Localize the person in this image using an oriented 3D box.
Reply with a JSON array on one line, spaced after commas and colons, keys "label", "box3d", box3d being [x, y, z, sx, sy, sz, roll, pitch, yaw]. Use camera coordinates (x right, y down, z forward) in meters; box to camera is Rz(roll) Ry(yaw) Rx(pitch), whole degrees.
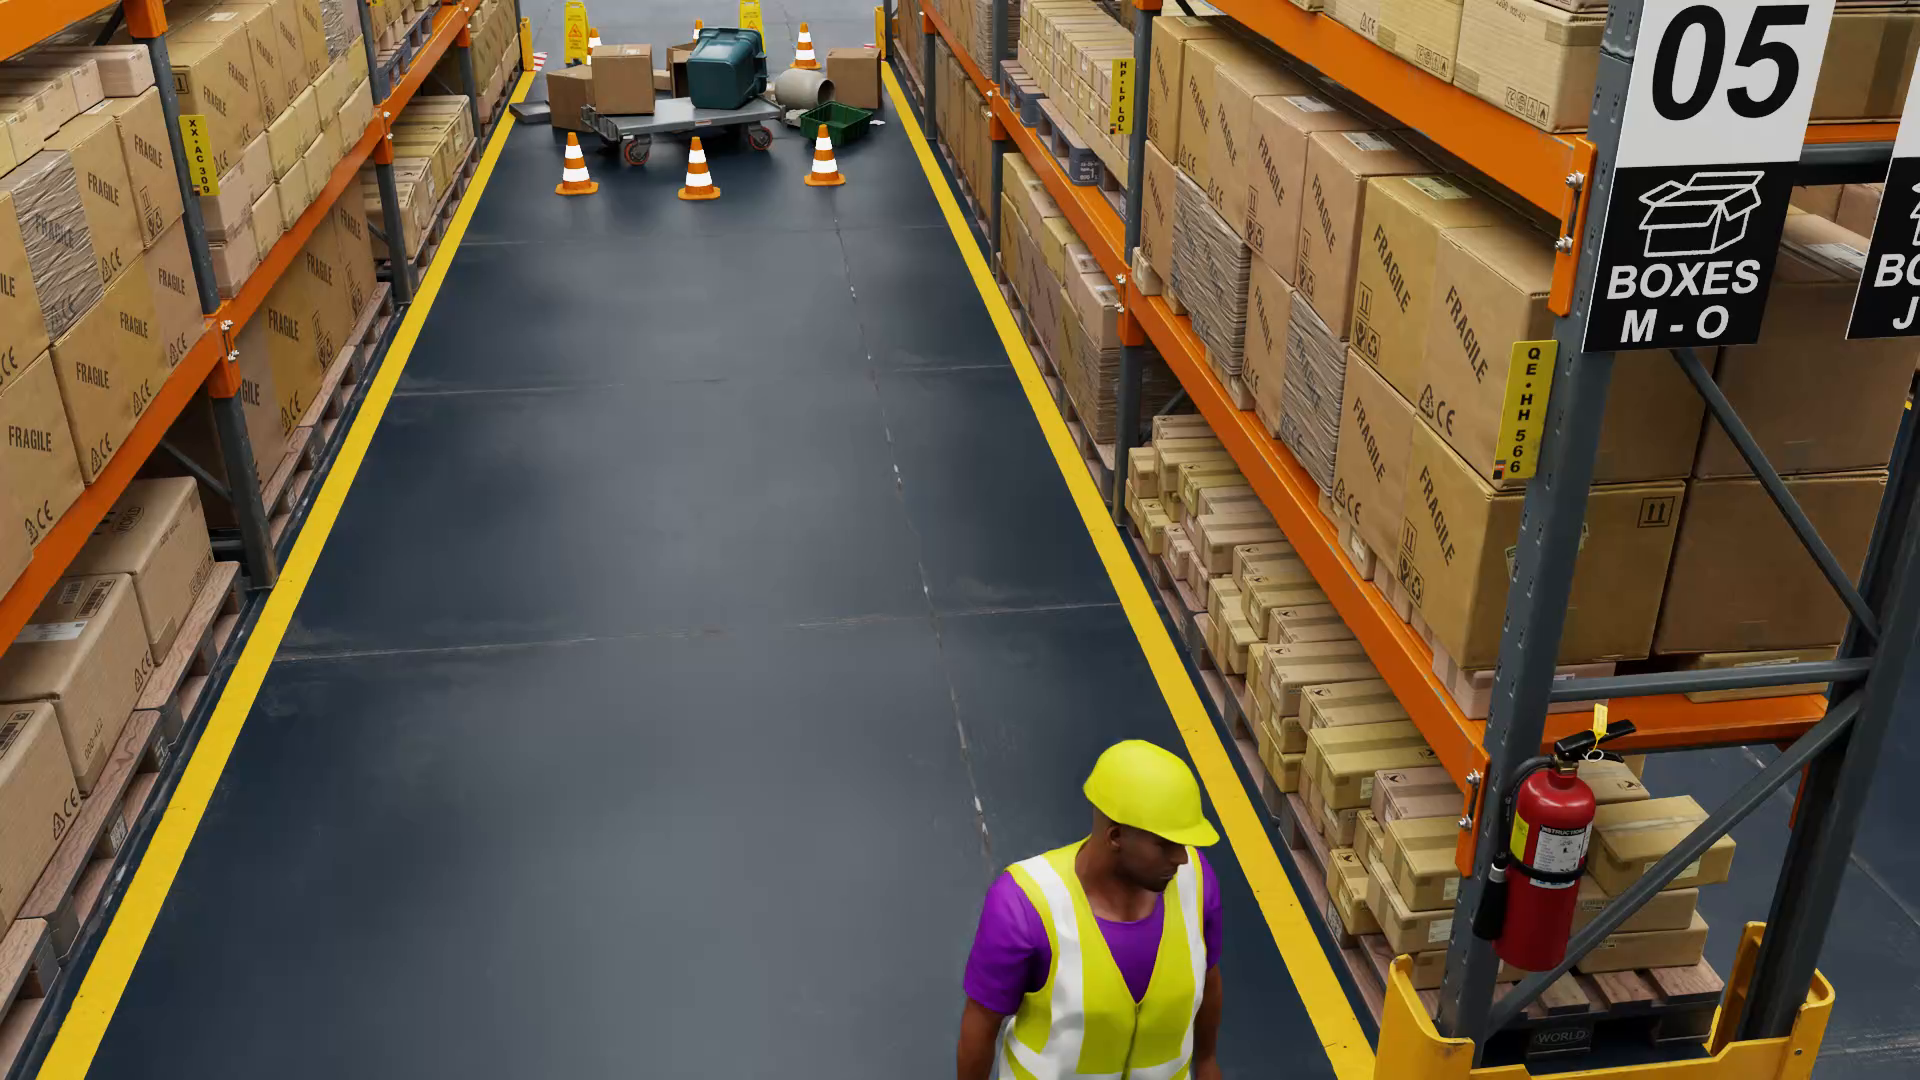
[{"label": "person", "box3d": [0.306, 1.247, 3.625, 0.673, 1.752, 0.474, -6, 28, -12]}]
